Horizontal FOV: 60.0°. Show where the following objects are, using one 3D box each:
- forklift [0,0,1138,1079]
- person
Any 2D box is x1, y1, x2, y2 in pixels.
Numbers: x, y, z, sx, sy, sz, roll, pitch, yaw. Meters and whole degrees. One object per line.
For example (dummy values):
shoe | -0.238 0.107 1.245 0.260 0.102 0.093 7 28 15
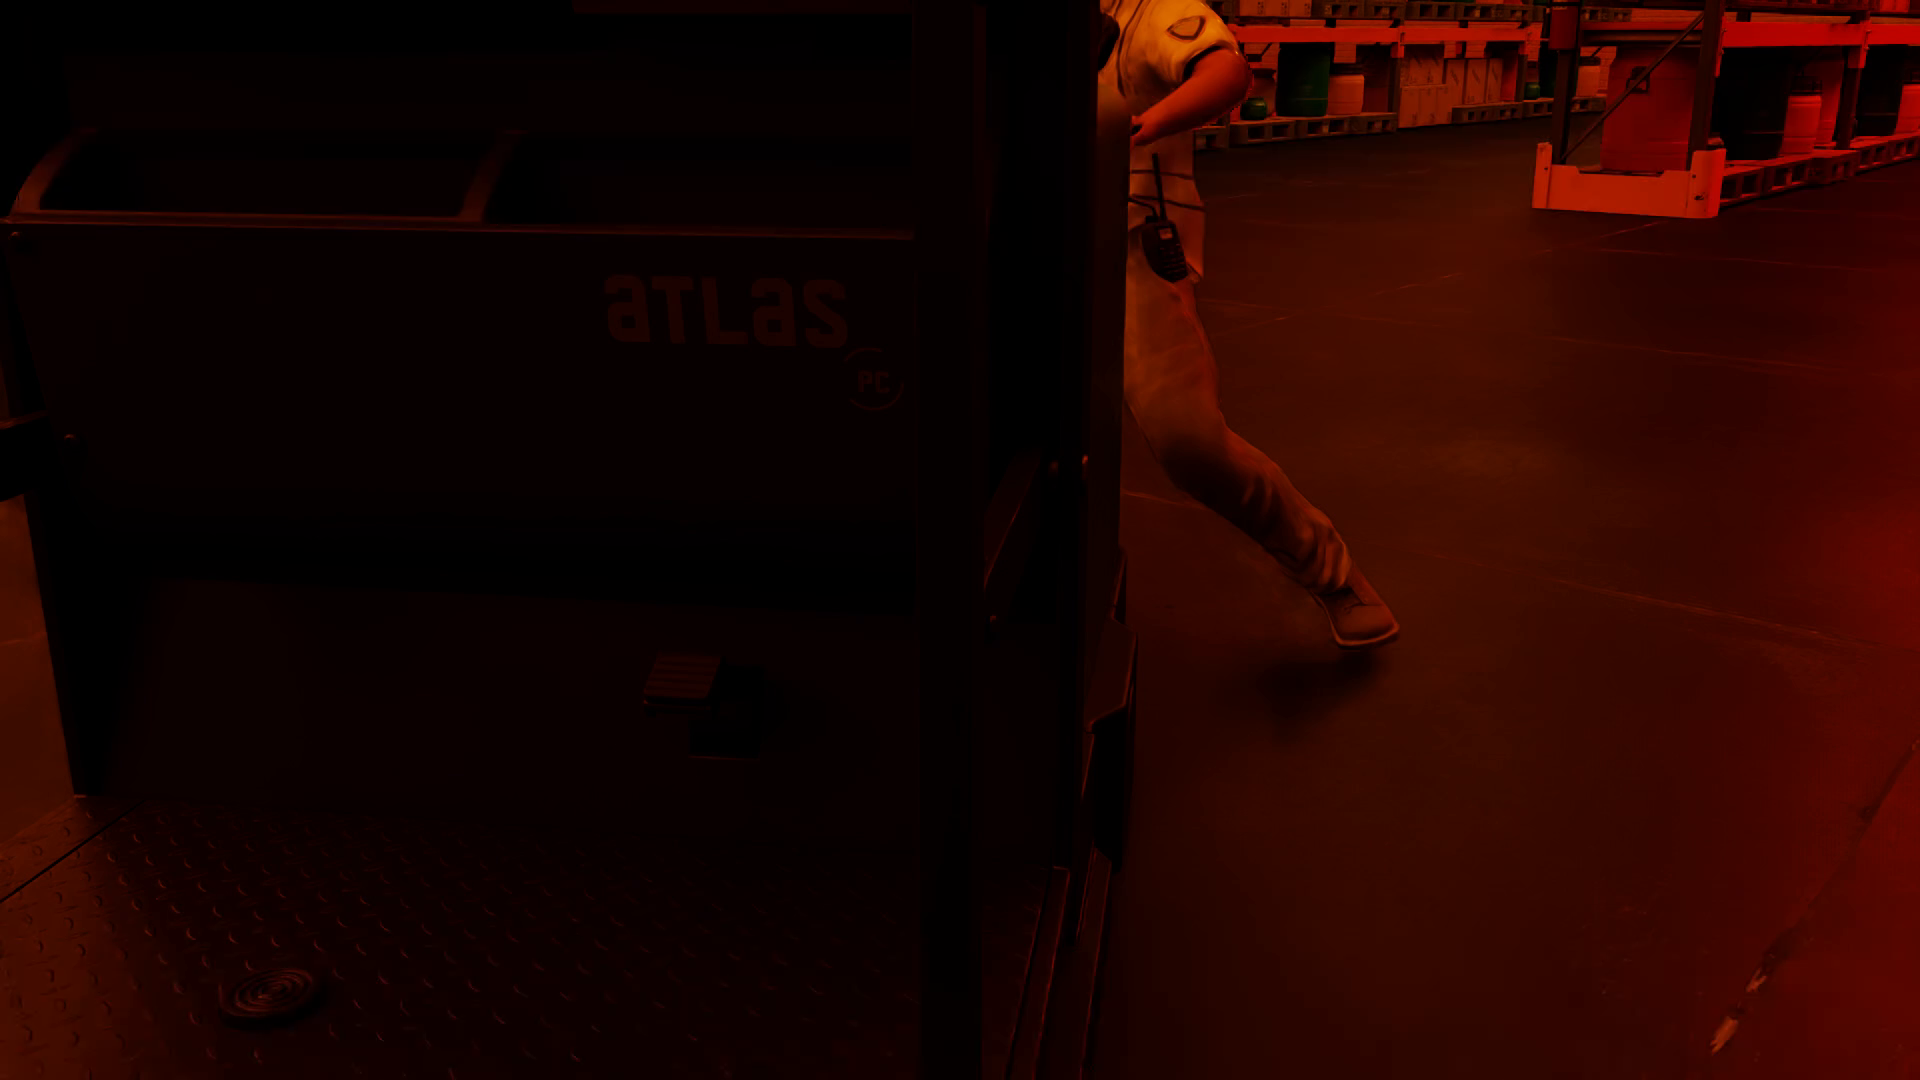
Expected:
forklift | -0.455 -0.701 1.206 1.130 2.935 3.031 3 17 8
person | 0.201 -0.556 3.248 0.787 1.462 1.282 -14 22 -38
